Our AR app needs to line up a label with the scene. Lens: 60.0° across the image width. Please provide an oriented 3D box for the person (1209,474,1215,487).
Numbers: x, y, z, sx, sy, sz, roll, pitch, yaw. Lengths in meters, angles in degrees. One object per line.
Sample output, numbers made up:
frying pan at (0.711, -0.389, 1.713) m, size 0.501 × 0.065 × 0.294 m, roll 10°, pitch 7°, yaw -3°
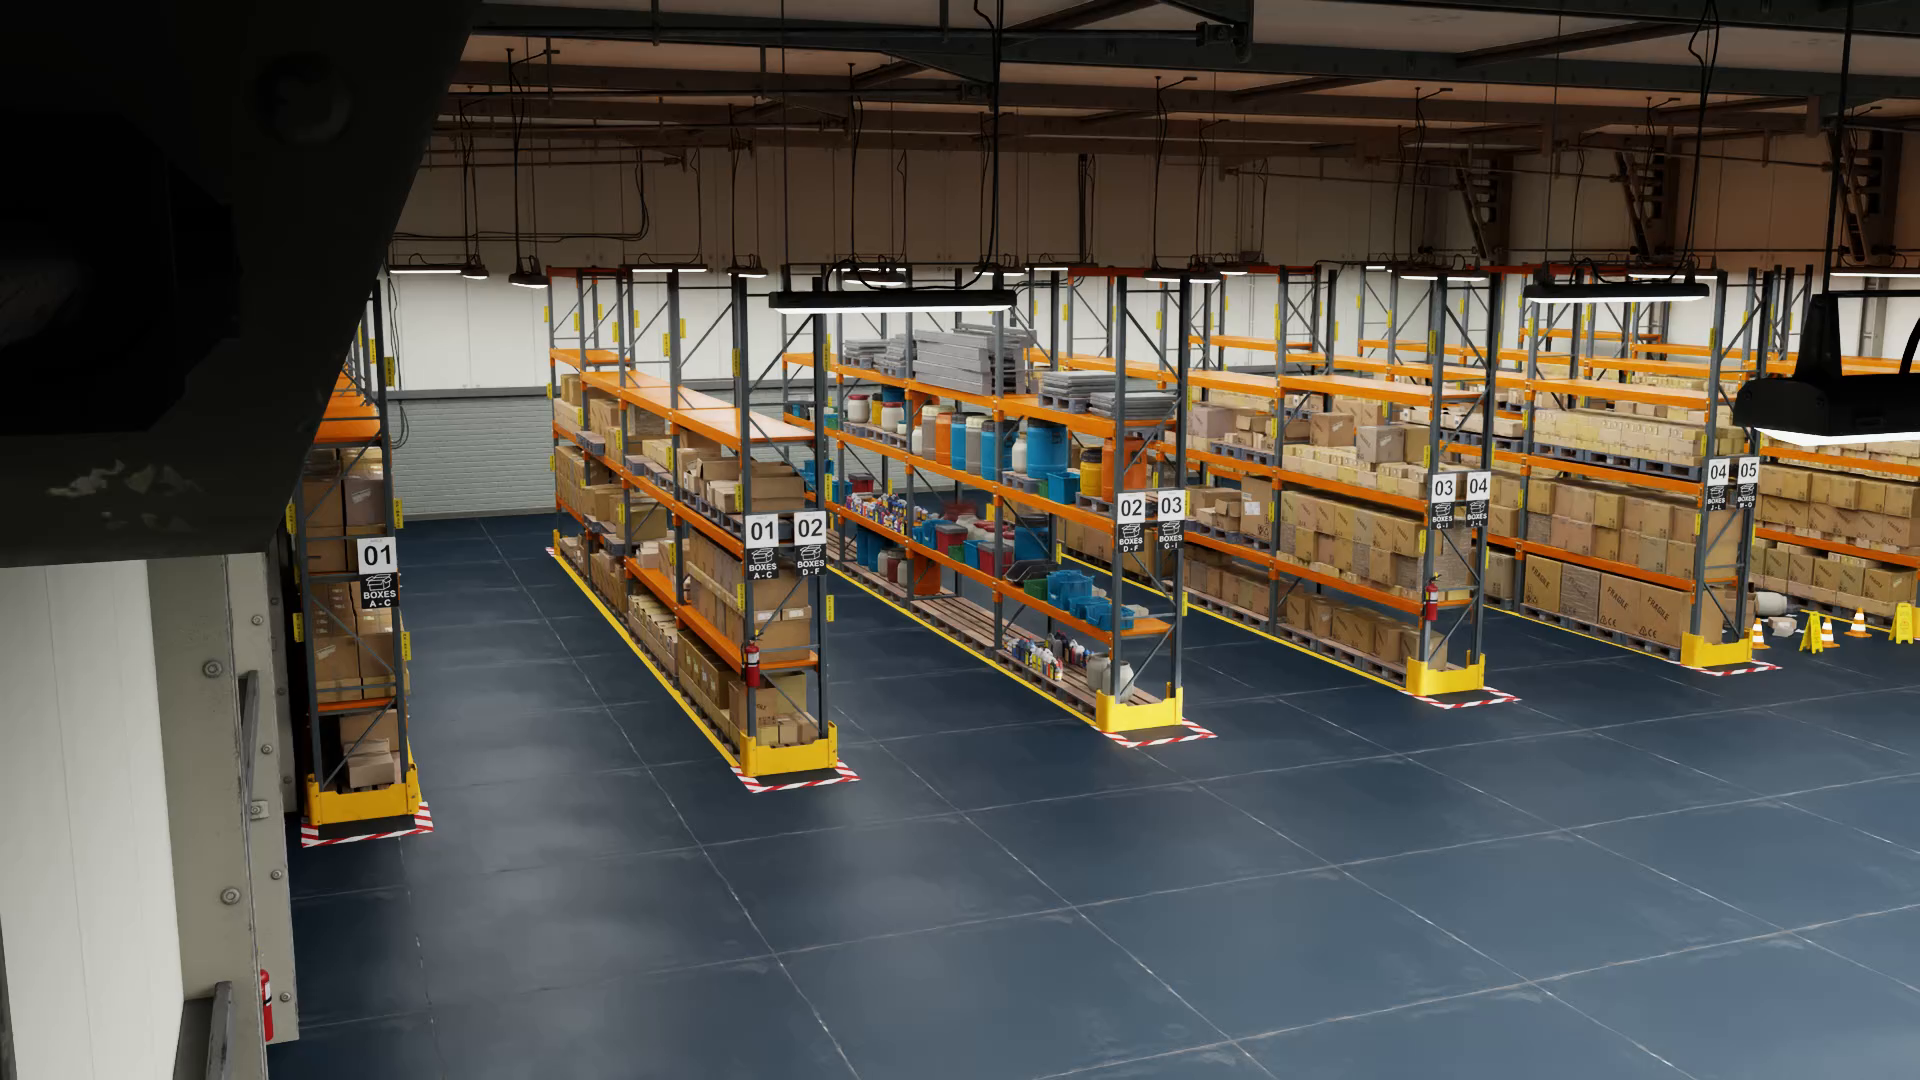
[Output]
person at (6.564, -2.003, 43.296) m, size 0.443 × 1.644 × 0.820 m, roll 8°, pitch 12°, yaw 37°
